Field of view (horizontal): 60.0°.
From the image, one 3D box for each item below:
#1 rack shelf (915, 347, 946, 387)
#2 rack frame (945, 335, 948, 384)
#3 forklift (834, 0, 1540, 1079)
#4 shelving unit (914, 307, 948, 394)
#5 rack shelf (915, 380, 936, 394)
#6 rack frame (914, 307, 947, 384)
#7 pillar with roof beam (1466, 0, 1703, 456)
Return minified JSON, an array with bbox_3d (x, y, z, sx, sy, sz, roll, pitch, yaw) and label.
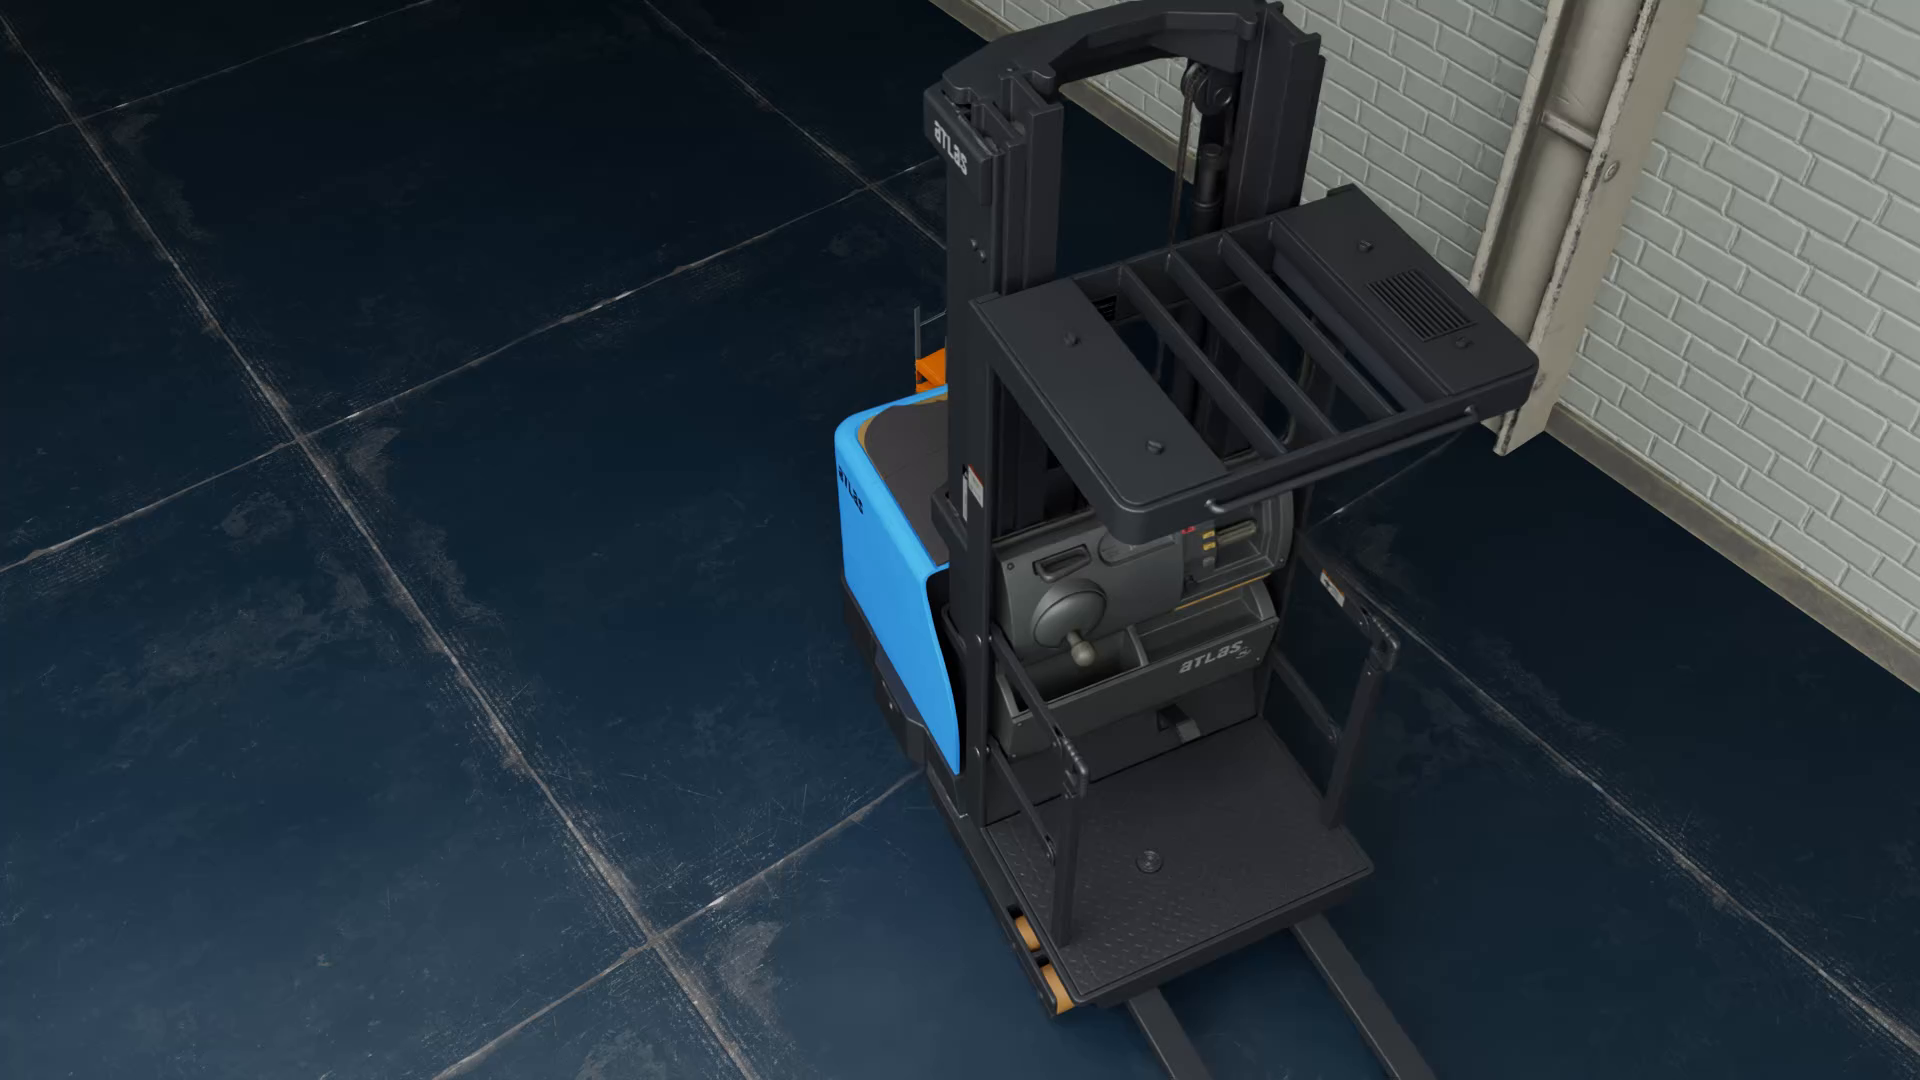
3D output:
[{"bbox_3d":[-0.009,-0.623,6.078,0.258,0.103,0.180,-29,54,-24],"label":"rack shelf"},{"bbox_3d":[0.047,-0.358,6.263,0.240,1.200,0.006,-29,54,-24],"label":"rack frame"},{"bbox_3d":[0.640,0.161,4.625,1.130,2.935,3.031,-19,51,-17],"label":"forklift"},{"bbox_3d":[-0.009,-0.412,6.312,0.258,1.200,0.189,-29,54,-24],"label":"shelving unit"},{"bbox_3d":[-0.009,-0.543,6.167,0.258,0.103,0.180,-29,54,-24],"label":"rack shelf"},{"bbox_3d":[-0.064,-0.465,6.361,0.240,1.200,0.006,-29,54,-24],"label":"rack frame"},{"bbox_3d":[-1.119,-1.630,2.152,9.100,9.000,0.400,-29,54,-24],"label":"pillar with roof beam"}]
